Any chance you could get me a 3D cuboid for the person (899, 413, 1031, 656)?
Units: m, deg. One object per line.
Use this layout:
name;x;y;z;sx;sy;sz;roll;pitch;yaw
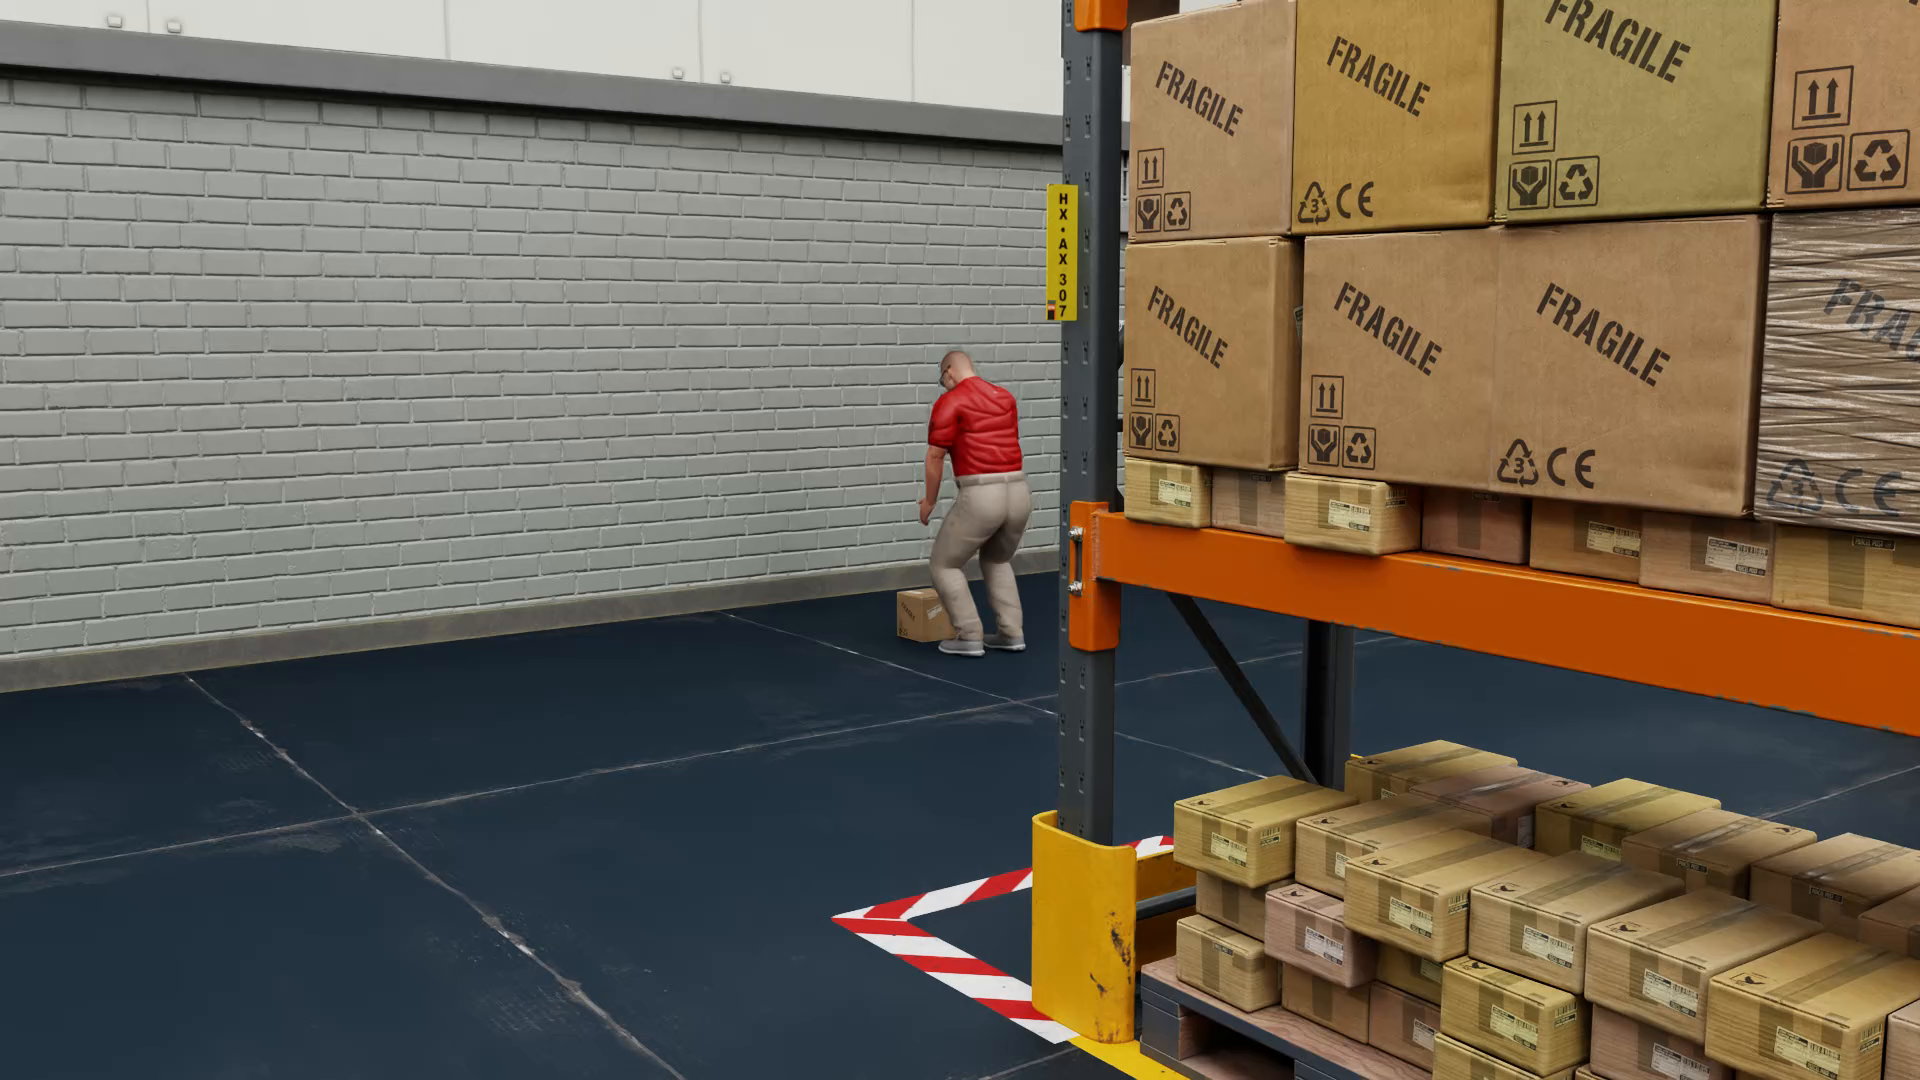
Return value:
person;-0.014;-0.044;8.994;0.482;1.250;0.925;-6;10;-37
